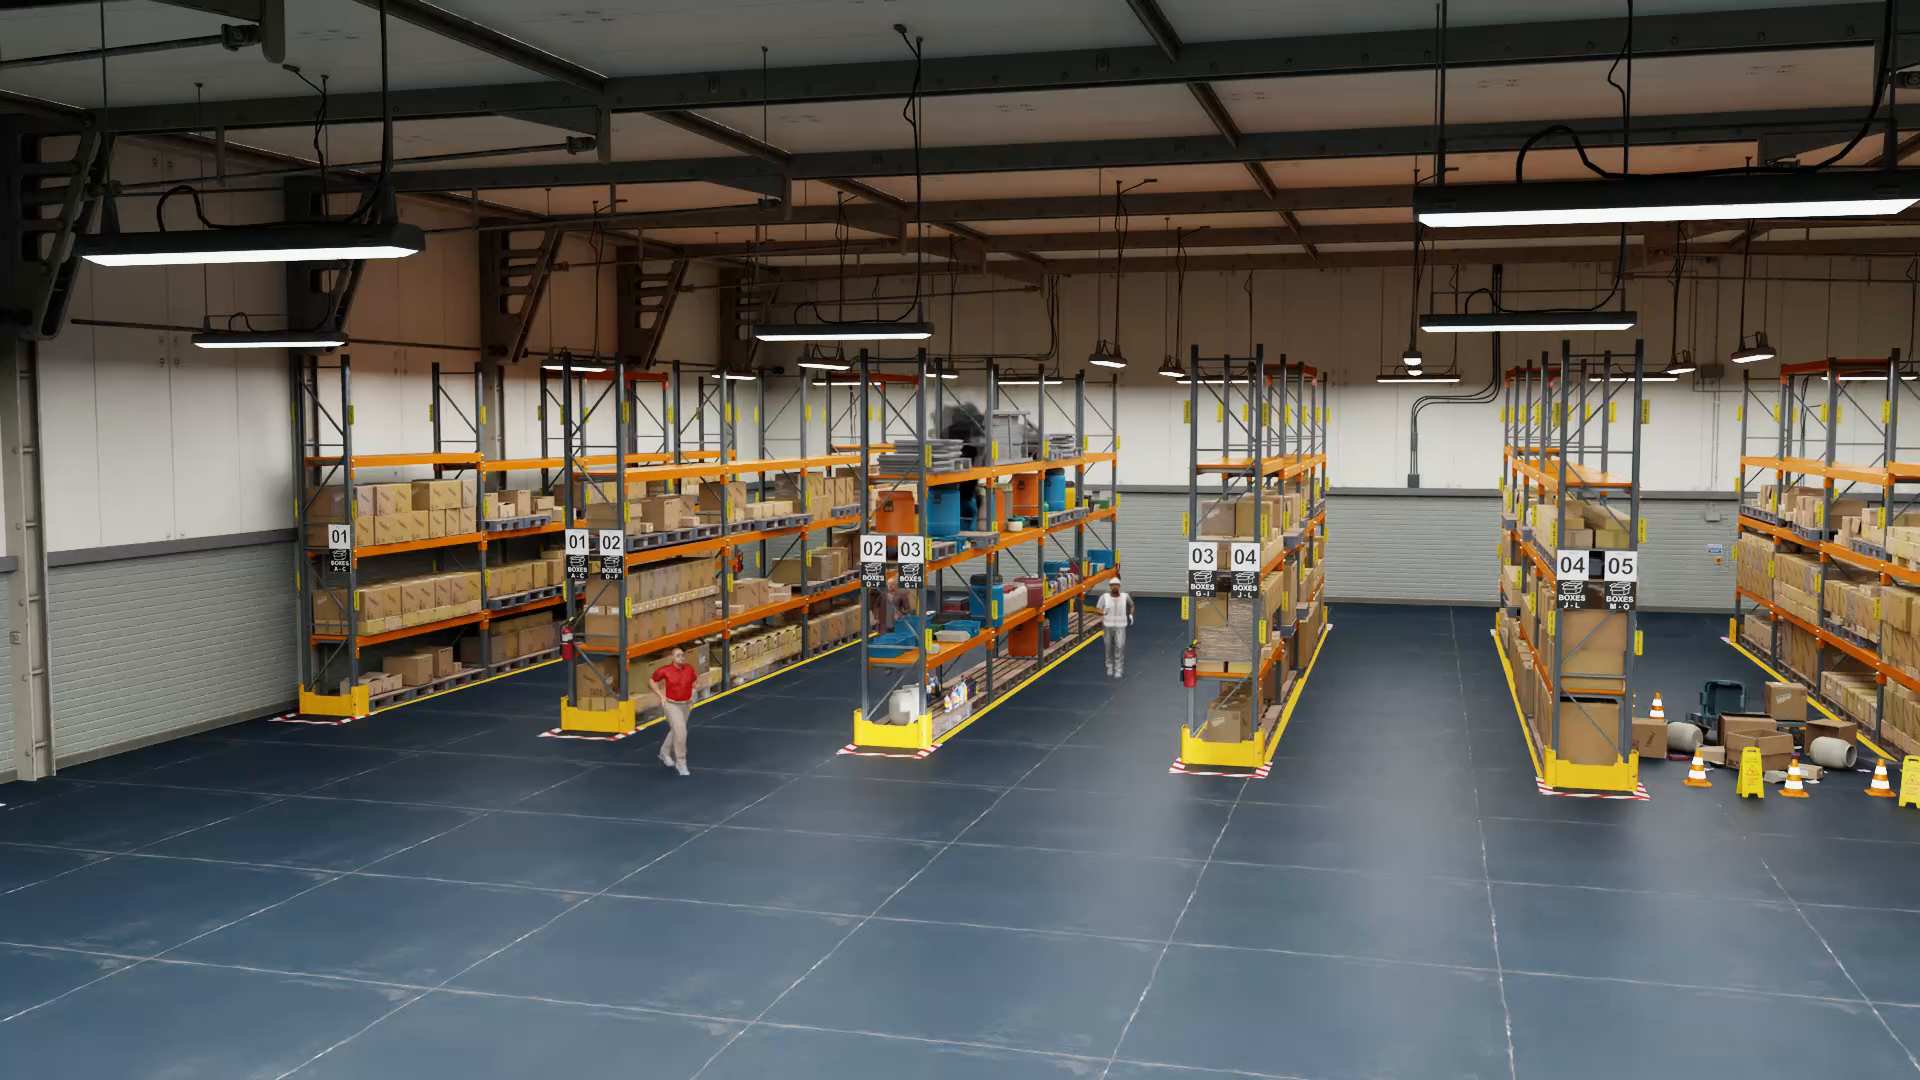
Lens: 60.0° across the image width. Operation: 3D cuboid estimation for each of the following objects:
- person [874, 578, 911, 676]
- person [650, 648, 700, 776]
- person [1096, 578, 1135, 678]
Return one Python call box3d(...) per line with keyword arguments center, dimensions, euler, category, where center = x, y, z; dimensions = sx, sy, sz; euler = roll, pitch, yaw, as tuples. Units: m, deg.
box3d(center=(-1.260, 1.575, 30.257), dimensions=(0.715, 1.755, 0.755), euler=(1, 4, 11), category="person")
box3d(center=(-3.971, 2.404, 23.401), dimensions=(0.811, 1.803, 0.629), euler=(4, 6, 41), category="person")
box3d(center=(2.782, 1.587, 29.862), dimensions=(0.696, 1.821, 0.924), euler=(0, 4, 6), category="person")
